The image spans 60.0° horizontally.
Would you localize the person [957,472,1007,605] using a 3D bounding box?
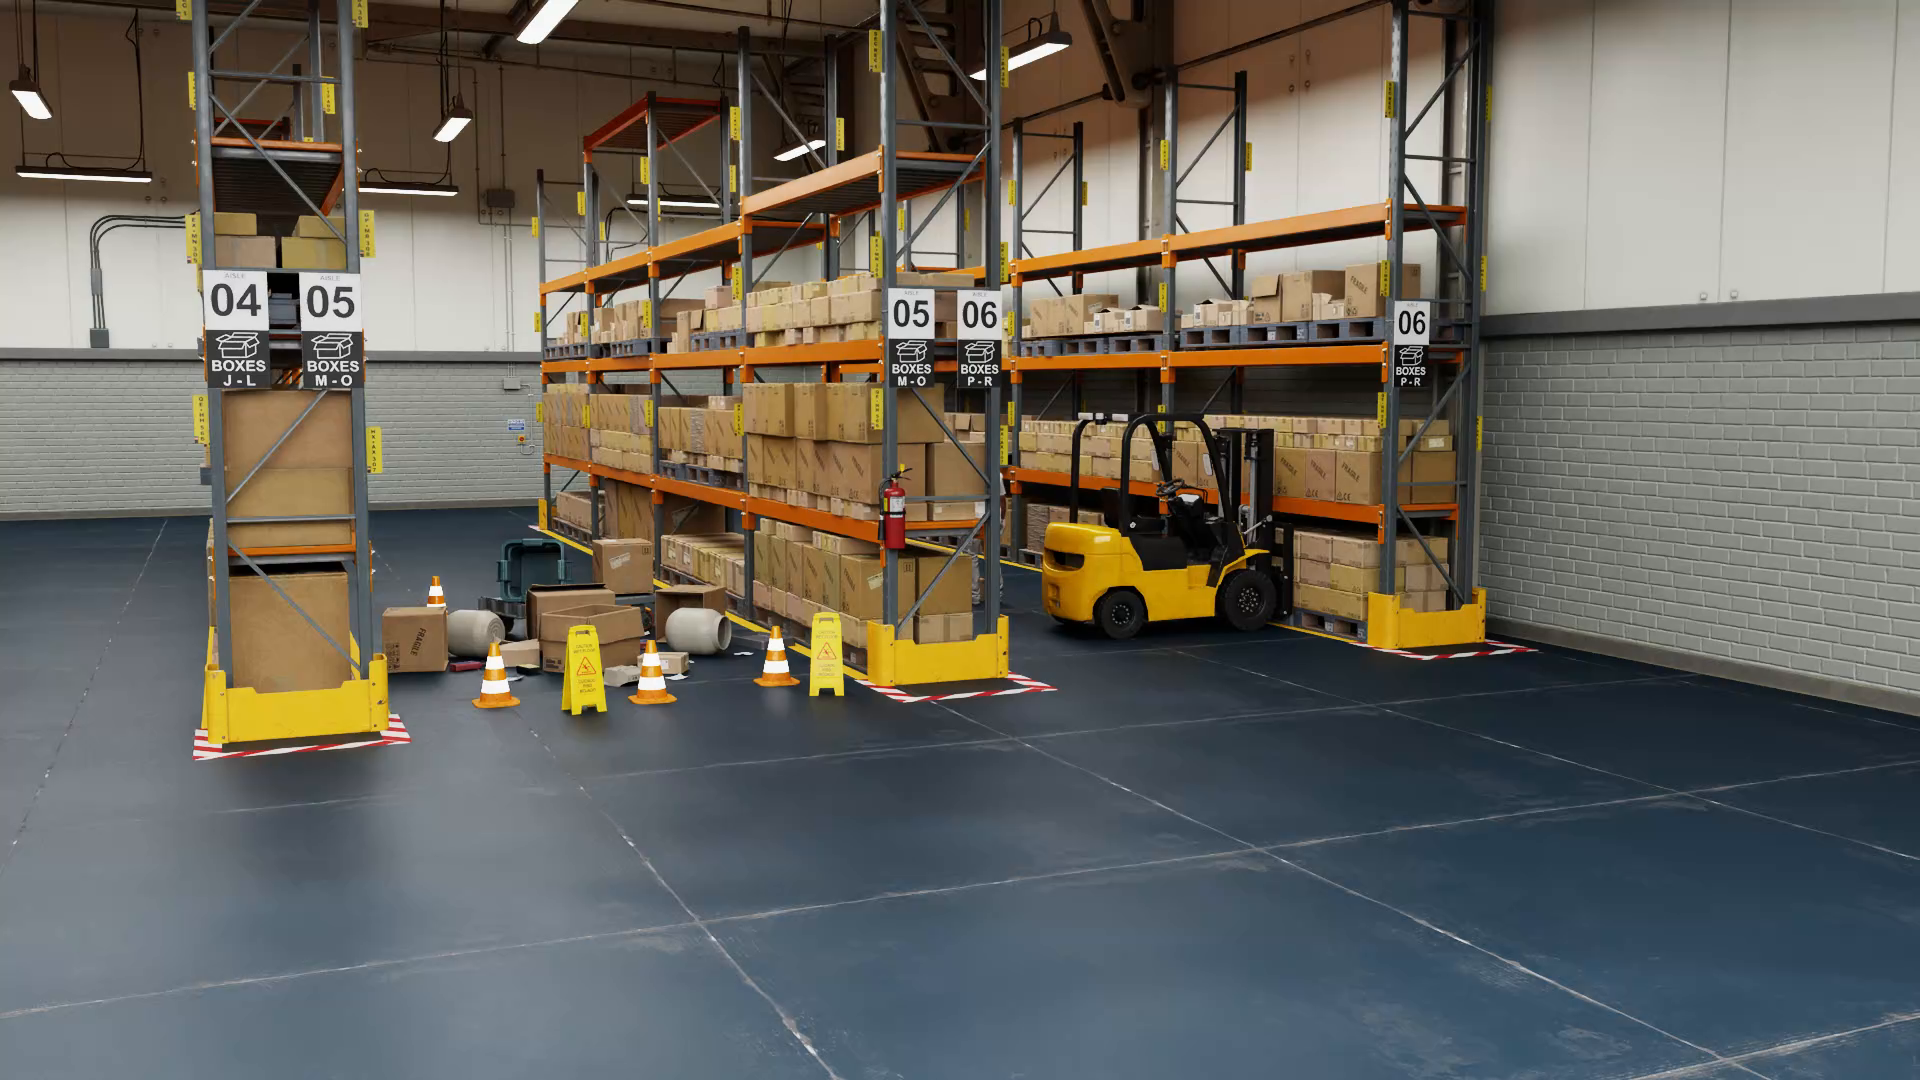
[{"bbox_3d":[0.230,-0.178,18.554,0.617,1.775,0.447,-2,6,-24],"label":"person"}]
